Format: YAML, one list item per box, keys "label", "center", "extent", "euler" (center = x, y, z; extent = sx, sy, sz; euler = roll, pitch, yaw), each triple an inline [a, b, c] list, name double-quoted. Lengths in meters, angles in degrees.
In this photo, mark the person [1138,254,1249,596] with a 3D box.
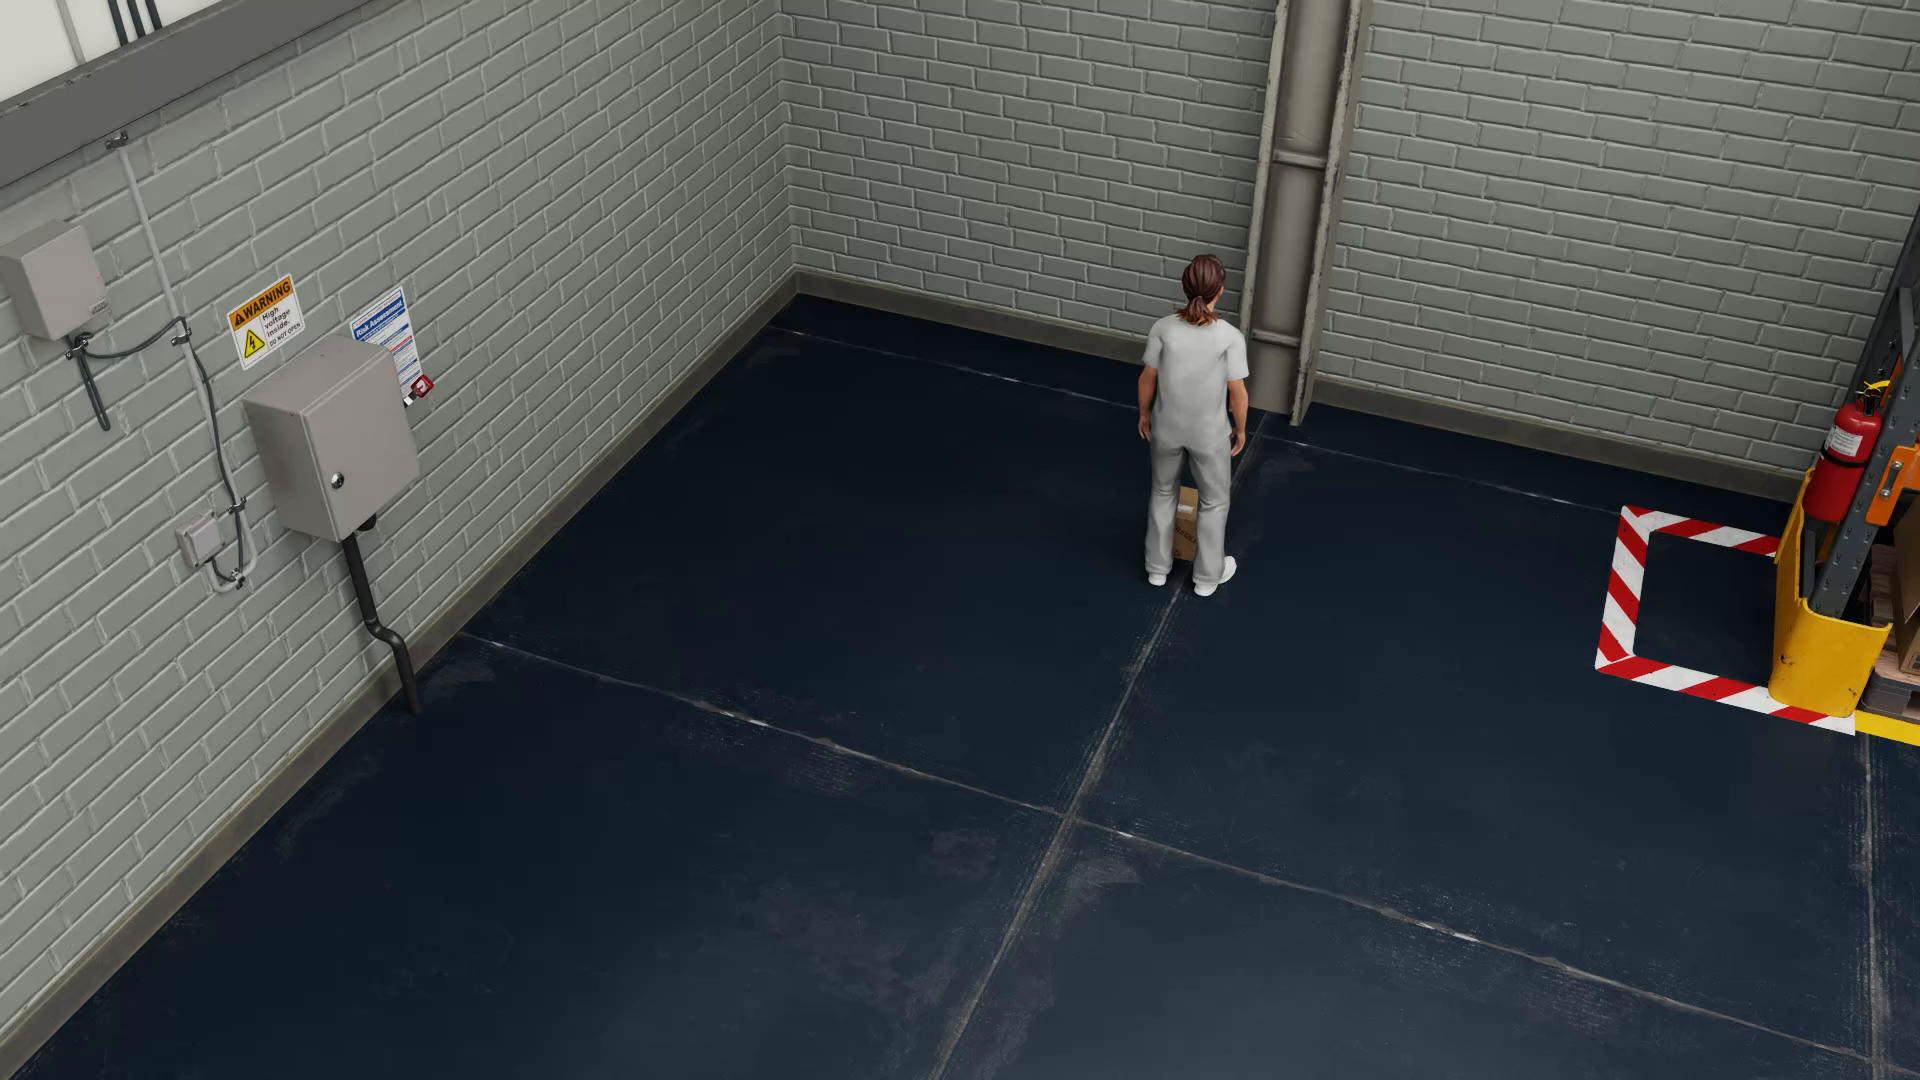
- label: "person"
  center: [1.043, -0.491, 7.467]
  extent: [0.513, 1.660, 0.356]
  euler: [12, 39, 15]
